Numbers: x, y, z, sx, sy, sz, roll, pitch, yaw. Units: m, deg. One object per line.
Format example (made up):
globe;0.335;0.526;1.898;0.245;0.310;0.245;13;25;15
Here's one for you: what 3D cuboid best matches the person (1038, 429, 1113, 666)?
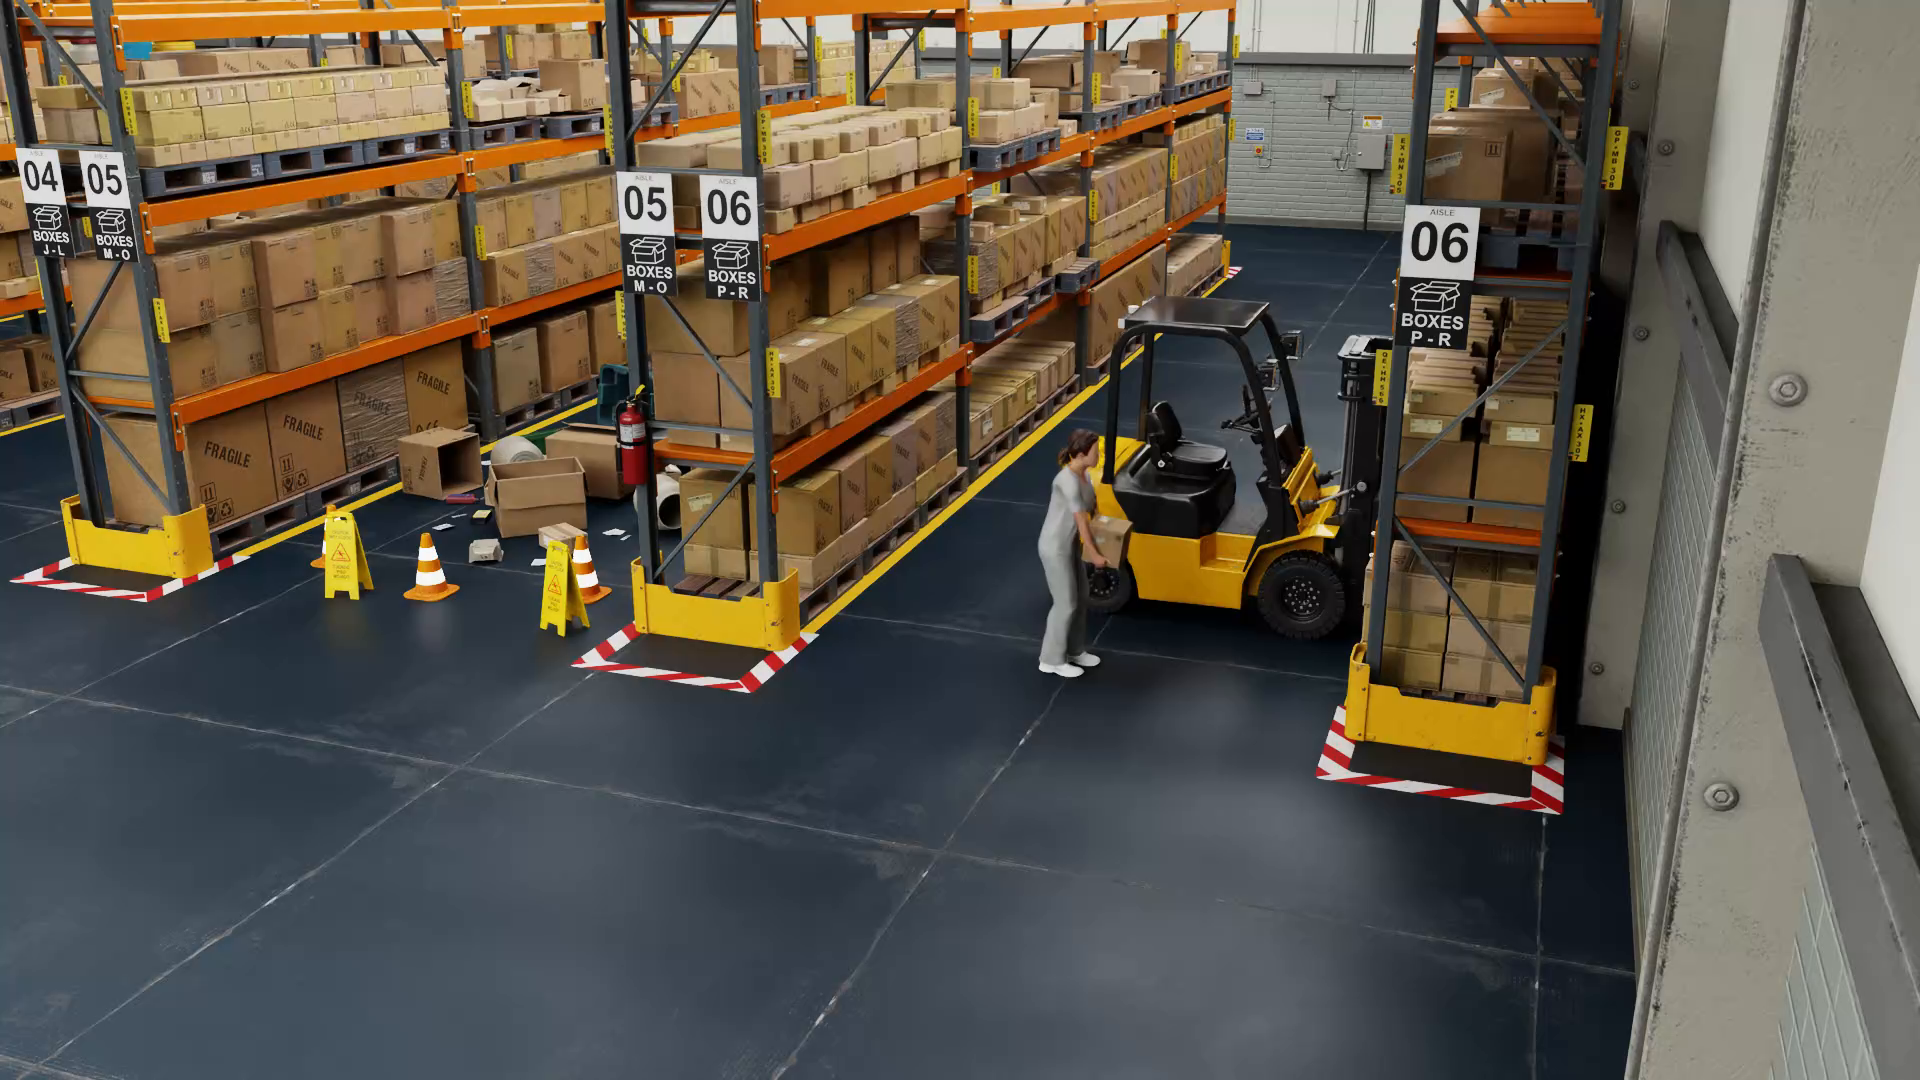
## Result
person;0.781;0.042;10.870;0.518;1.587;0.411;6;20;17
